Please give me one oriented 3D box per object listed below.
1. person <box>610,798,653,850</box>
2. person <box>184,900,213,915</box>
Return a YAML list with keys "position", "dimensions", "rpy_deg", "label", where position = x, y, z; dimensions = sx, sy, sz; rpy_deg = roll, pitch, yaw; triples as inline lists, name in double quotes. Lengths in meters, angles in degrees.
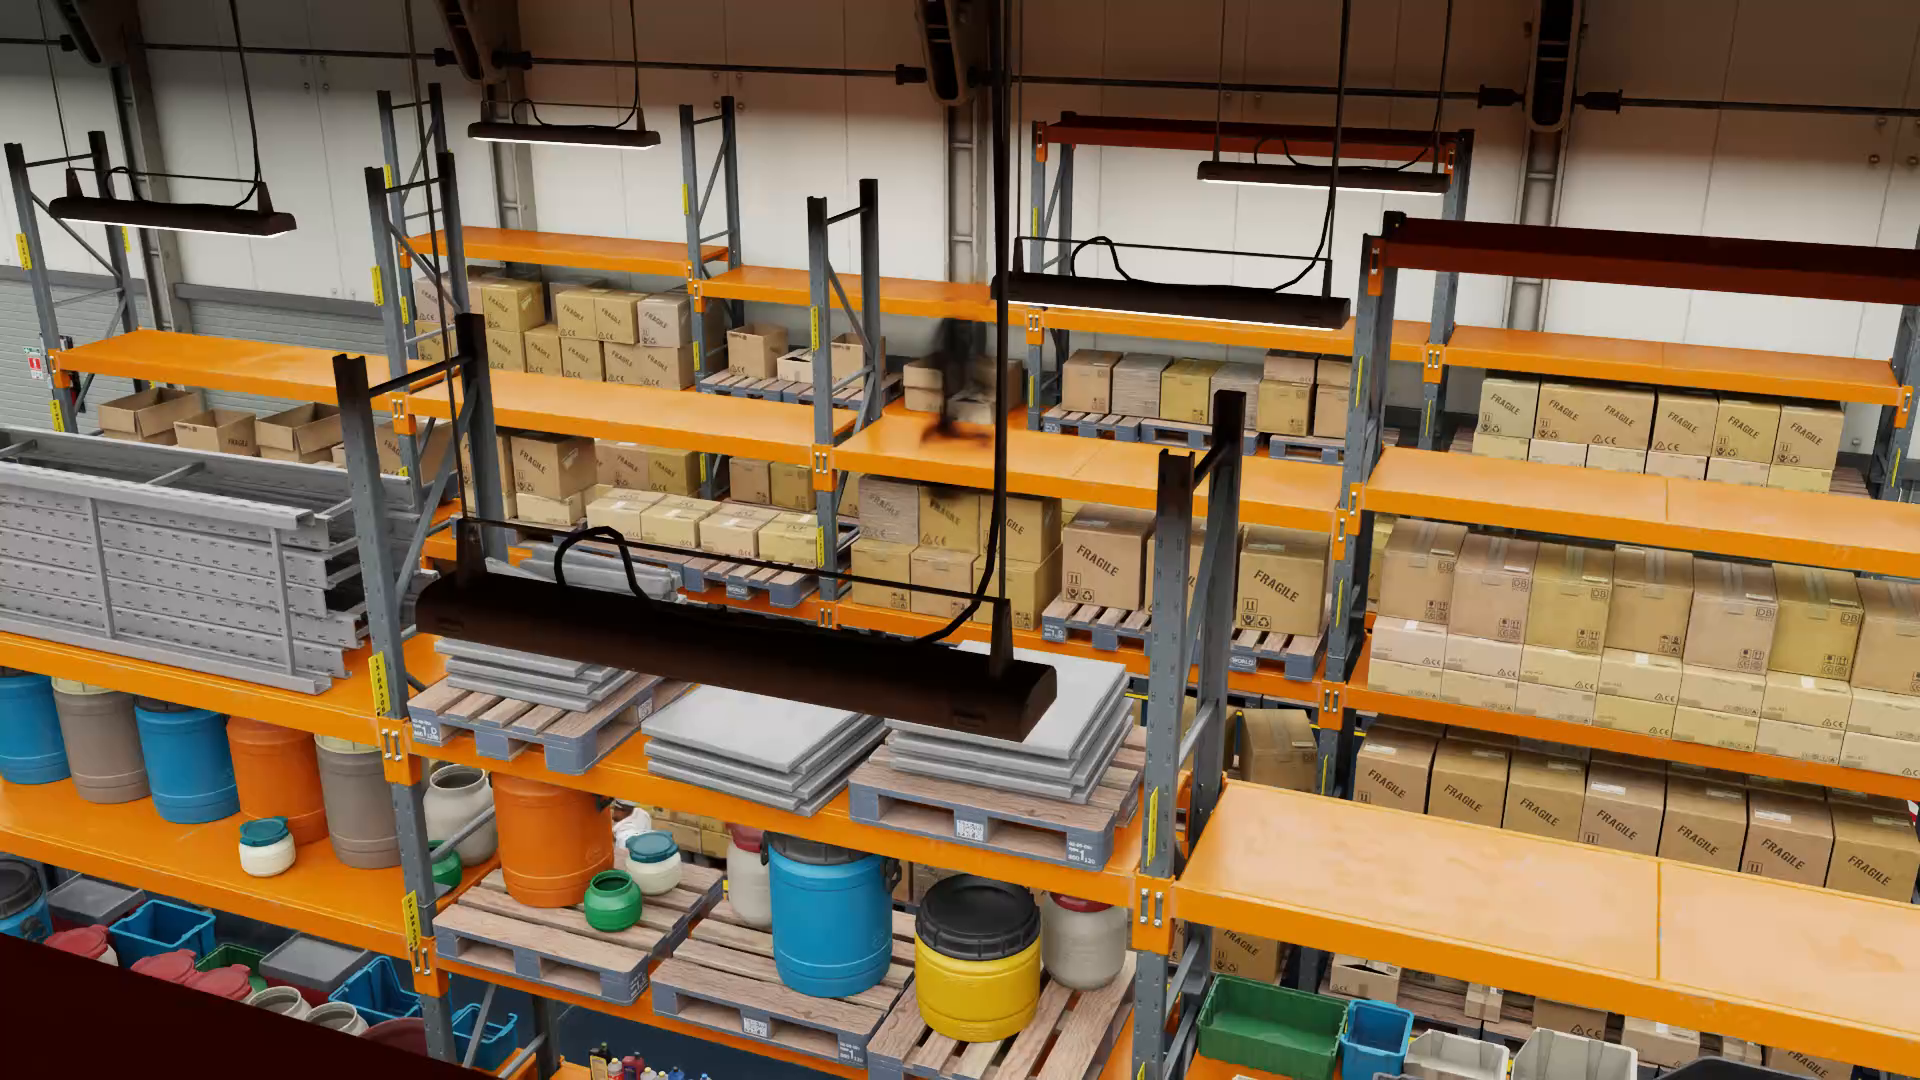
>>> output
- position: [-2.435, 2.721, 12.809]
  dimensions: [0.876, 1.831, 0.687]
  rpy_deg: [3, 21, 9]
  label: "person"
- position: [-6.267, 2.458, 13.596]
  dimensions: [0.887, 1.719, 0.657]
  rpy_deg: [5, 21, 13]
  label: "person"
